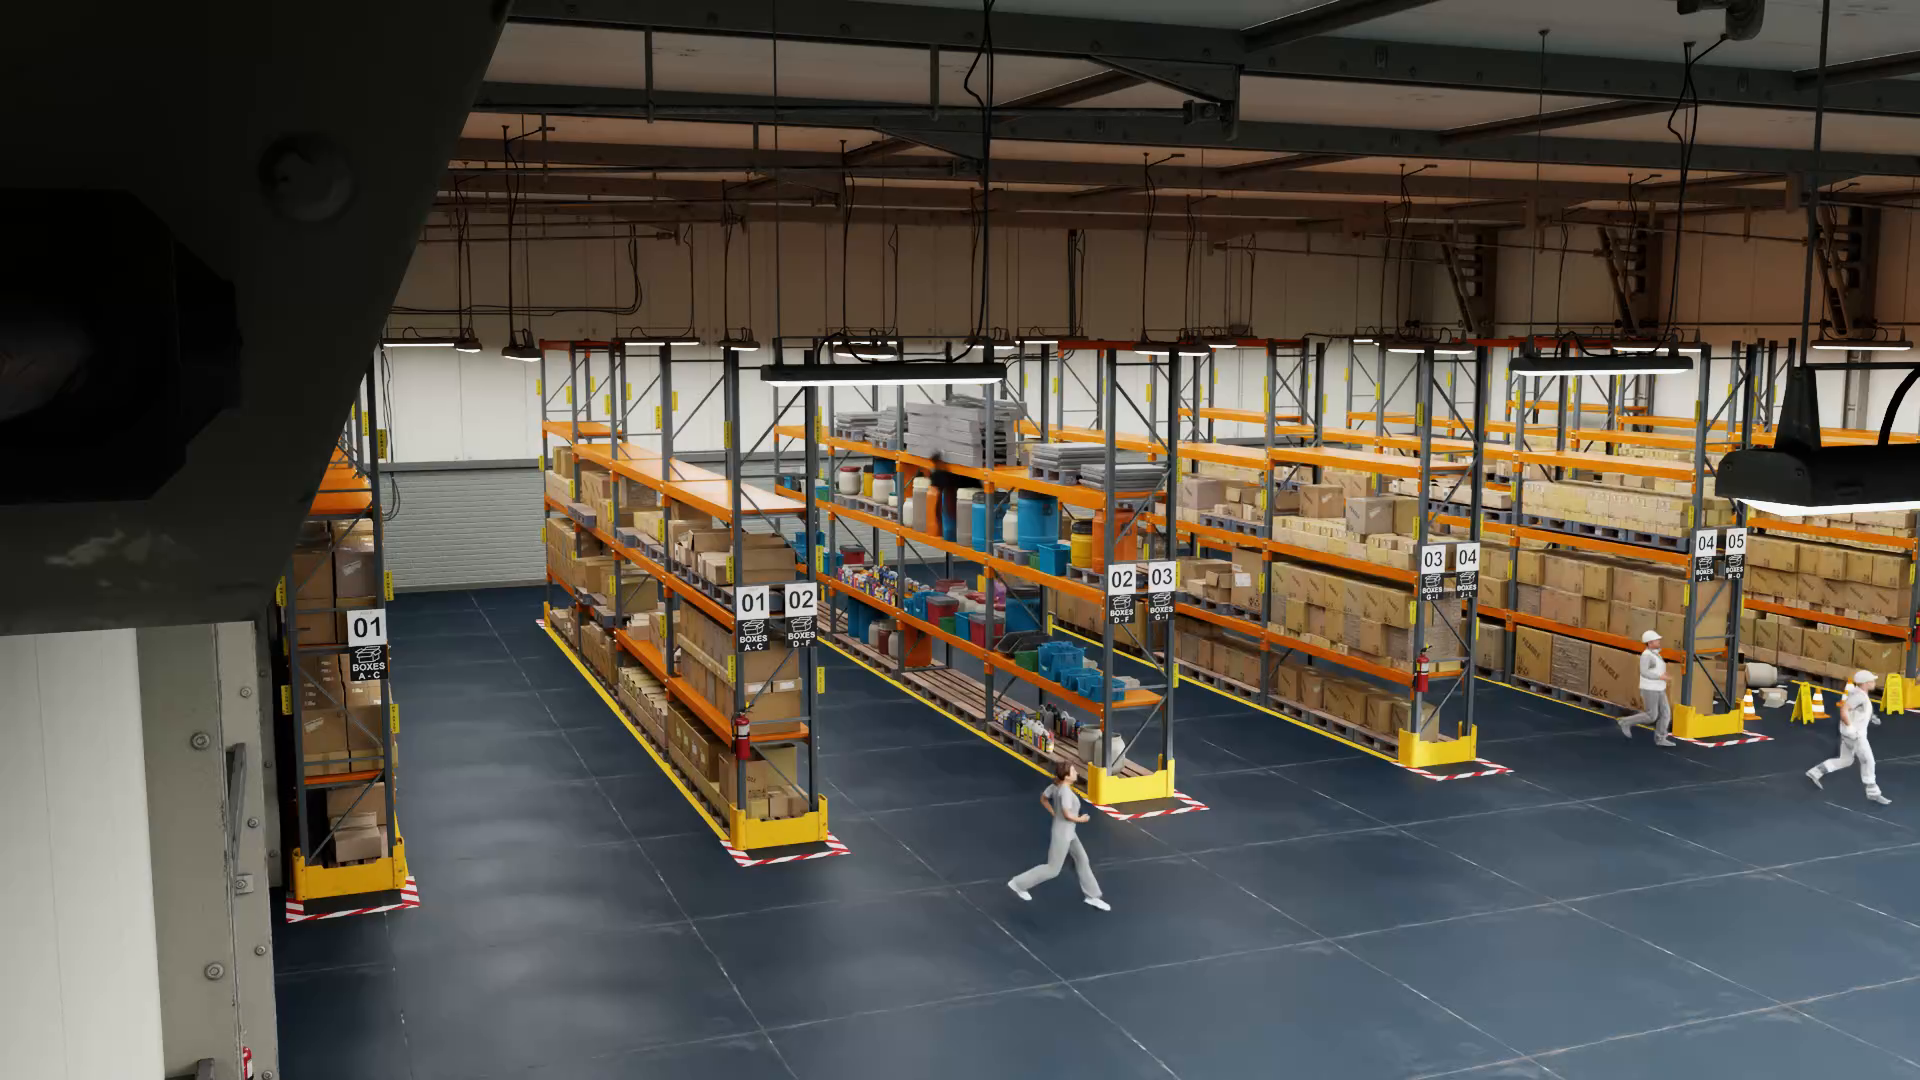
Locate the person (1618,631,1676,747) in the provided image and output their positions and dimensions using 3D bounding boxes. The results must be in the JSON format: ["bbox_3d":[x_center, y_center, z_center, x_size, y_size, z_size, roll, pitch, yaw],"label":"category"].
[{"bbox_3d":[10.398,2.225,25.005,0.794,1.741,0.670,6,9,37],"label":"person"}]

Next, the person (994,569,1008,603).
[{"bbox_3d":[0.760,1.276,31.512,0.536,1.496,0.719,-4,8,-29],"label":"person"}]

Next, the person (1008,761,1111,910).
[{"bbox_3d":[1.079,3.201,17.864,1.122,1.677,0.535,0,7,-1],"label":"person"}]

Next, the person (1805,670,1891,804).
[{"bbox_3d":[11.821,2.587,22.039,1.049,1.776,0.685,3,8,21],"label":"person"}]
